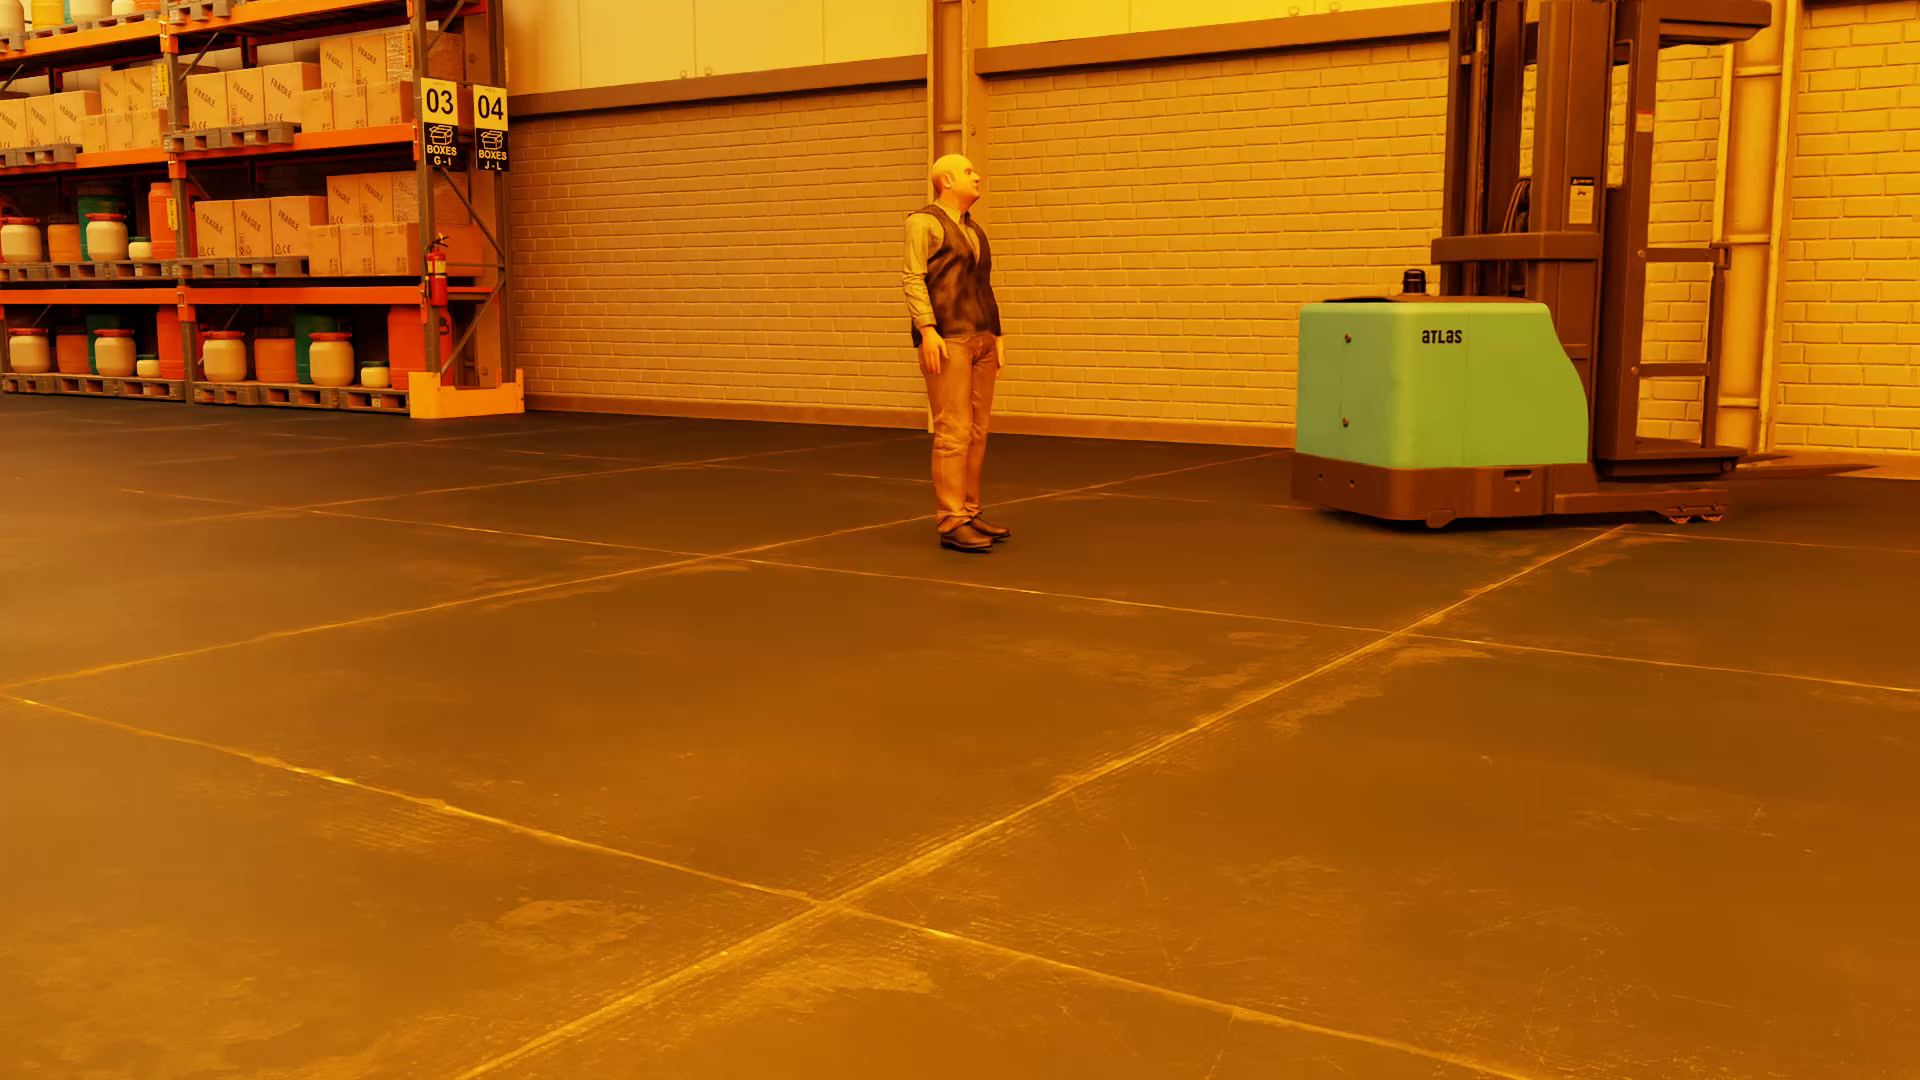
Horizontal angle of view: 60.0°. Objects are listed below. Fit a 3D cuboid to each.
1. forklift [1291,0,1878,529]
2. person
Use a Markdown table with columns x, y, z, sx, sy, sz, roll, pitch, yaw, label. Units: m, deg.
| x | y | z | sx | sy | sz | roll | pitch | yaw | label |
| --- | --- | --- | --- | --- | --- | --- | --- | --- | --- |
| 3.294 | -1.601 | 8.449 | 3.031 | 2.935 | 1.130 | -3 | 8 | -17 | forklift |
| 0.048 | -0.853 | 7.441 | 0.566 | 1.722 | 0.633 | 5 | 10 | 34 | person |
